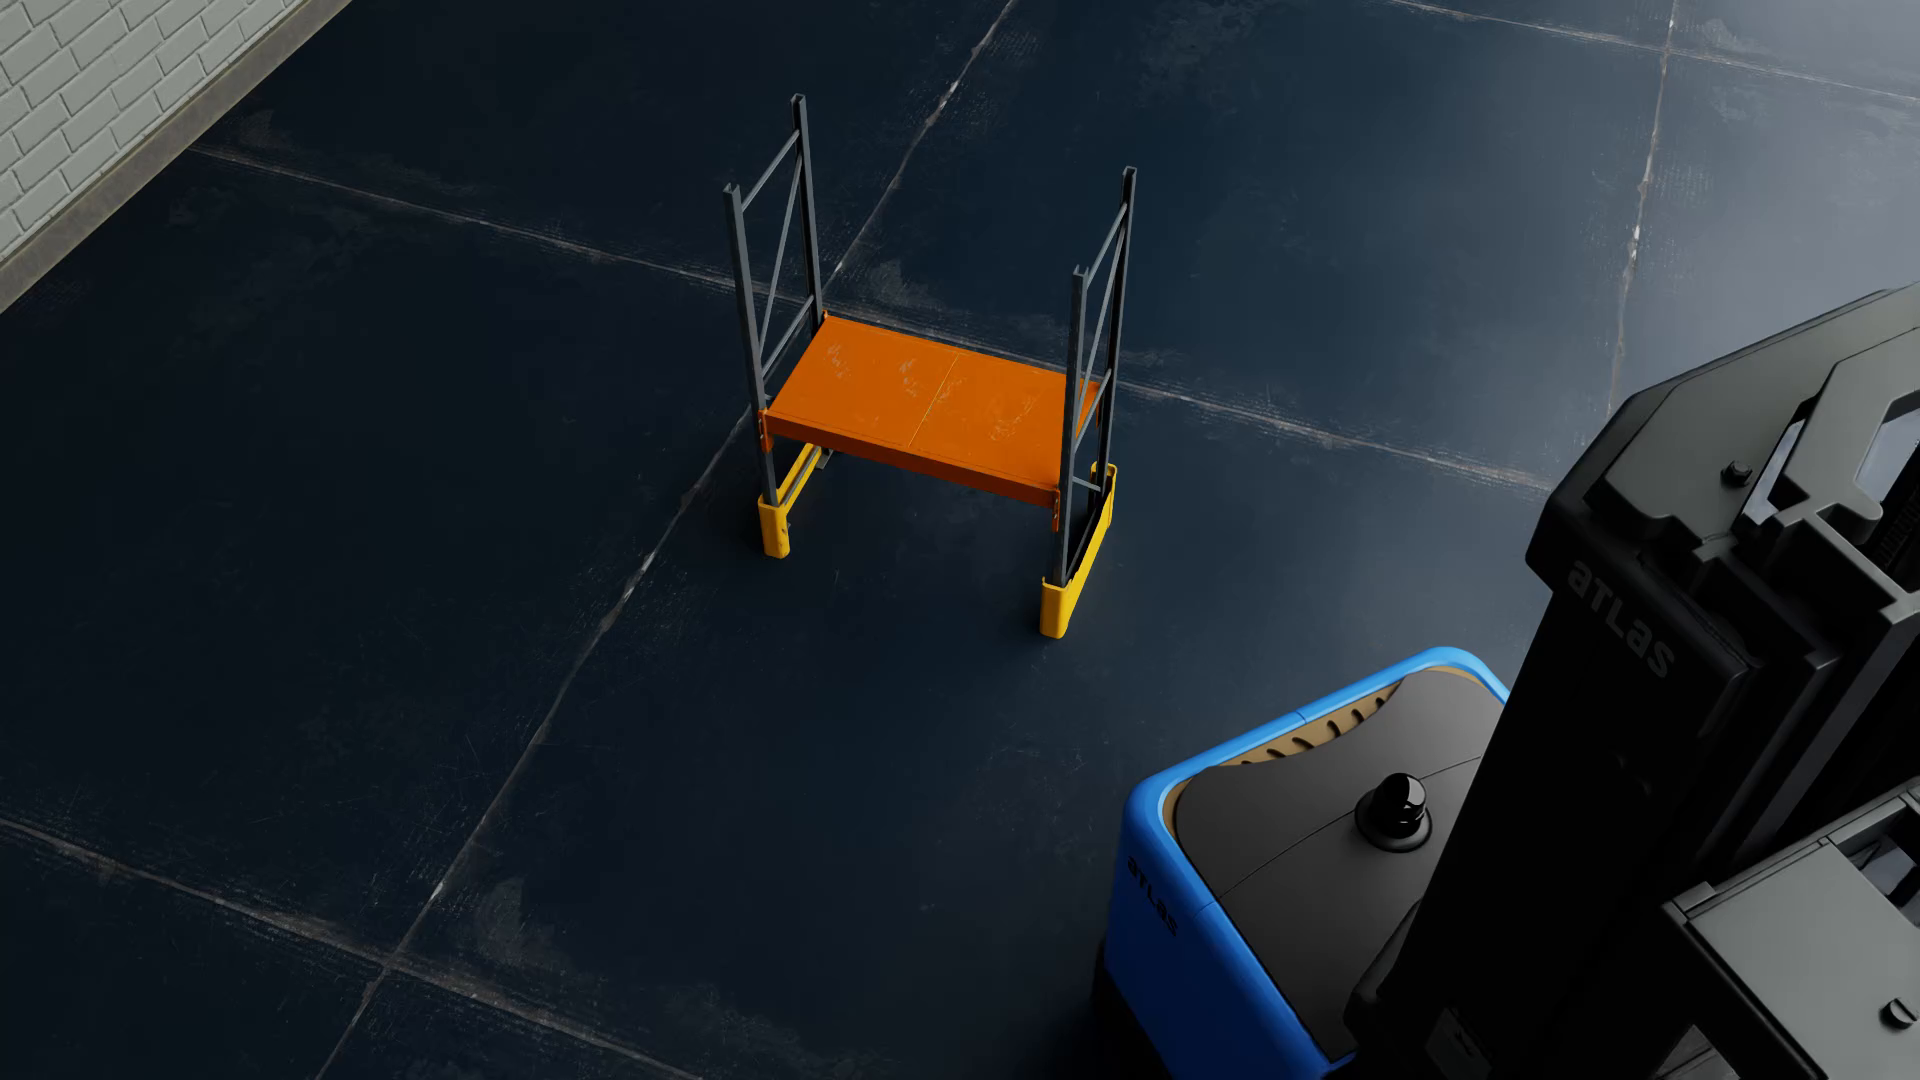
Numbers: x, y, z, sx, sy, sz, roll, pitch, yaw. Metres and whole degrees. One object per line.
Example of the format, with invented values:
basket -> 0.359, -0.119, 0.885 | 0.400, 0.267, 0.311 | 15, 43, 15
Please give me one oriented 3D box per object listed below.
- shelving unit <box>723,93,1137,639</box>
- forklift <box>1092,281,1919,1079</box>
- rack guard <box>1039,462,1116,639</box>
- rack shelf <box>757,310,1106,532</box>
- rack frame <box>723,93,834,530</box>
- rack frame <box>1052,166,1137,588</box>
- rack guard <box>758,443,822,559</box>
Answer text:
shelving unit -> -0.072, -0.511, 5.201 | 1.083, 1.500, 0.587 | 16, 51, 13
forklift -> 1.490, 1.142, 2.821 | 1.130, 2.935, 3.031 | -22, 52, -18
rack guard -> 0.396, 0.029, 5.560 | 0.087, 0.250, 0.587 | 16, 51, 13
rack shelf -> -0.080, -0.396, 5.339 | 1.000, 0.185, 0.538 | 16, 51, 13
rack frame -> -0.557, -0.647, 5.318 | 0.032, 1.500, 0.500 | 16, 51, 13
rack frame -> 0.397, -0.380, 5.087 | 0.032, 1.500, 0.500 | 16, 51, 13
rack guard -> -0.539, -0.232, 5.786 | 0.087, 0.250, 0.587 | 16, 51, 13
